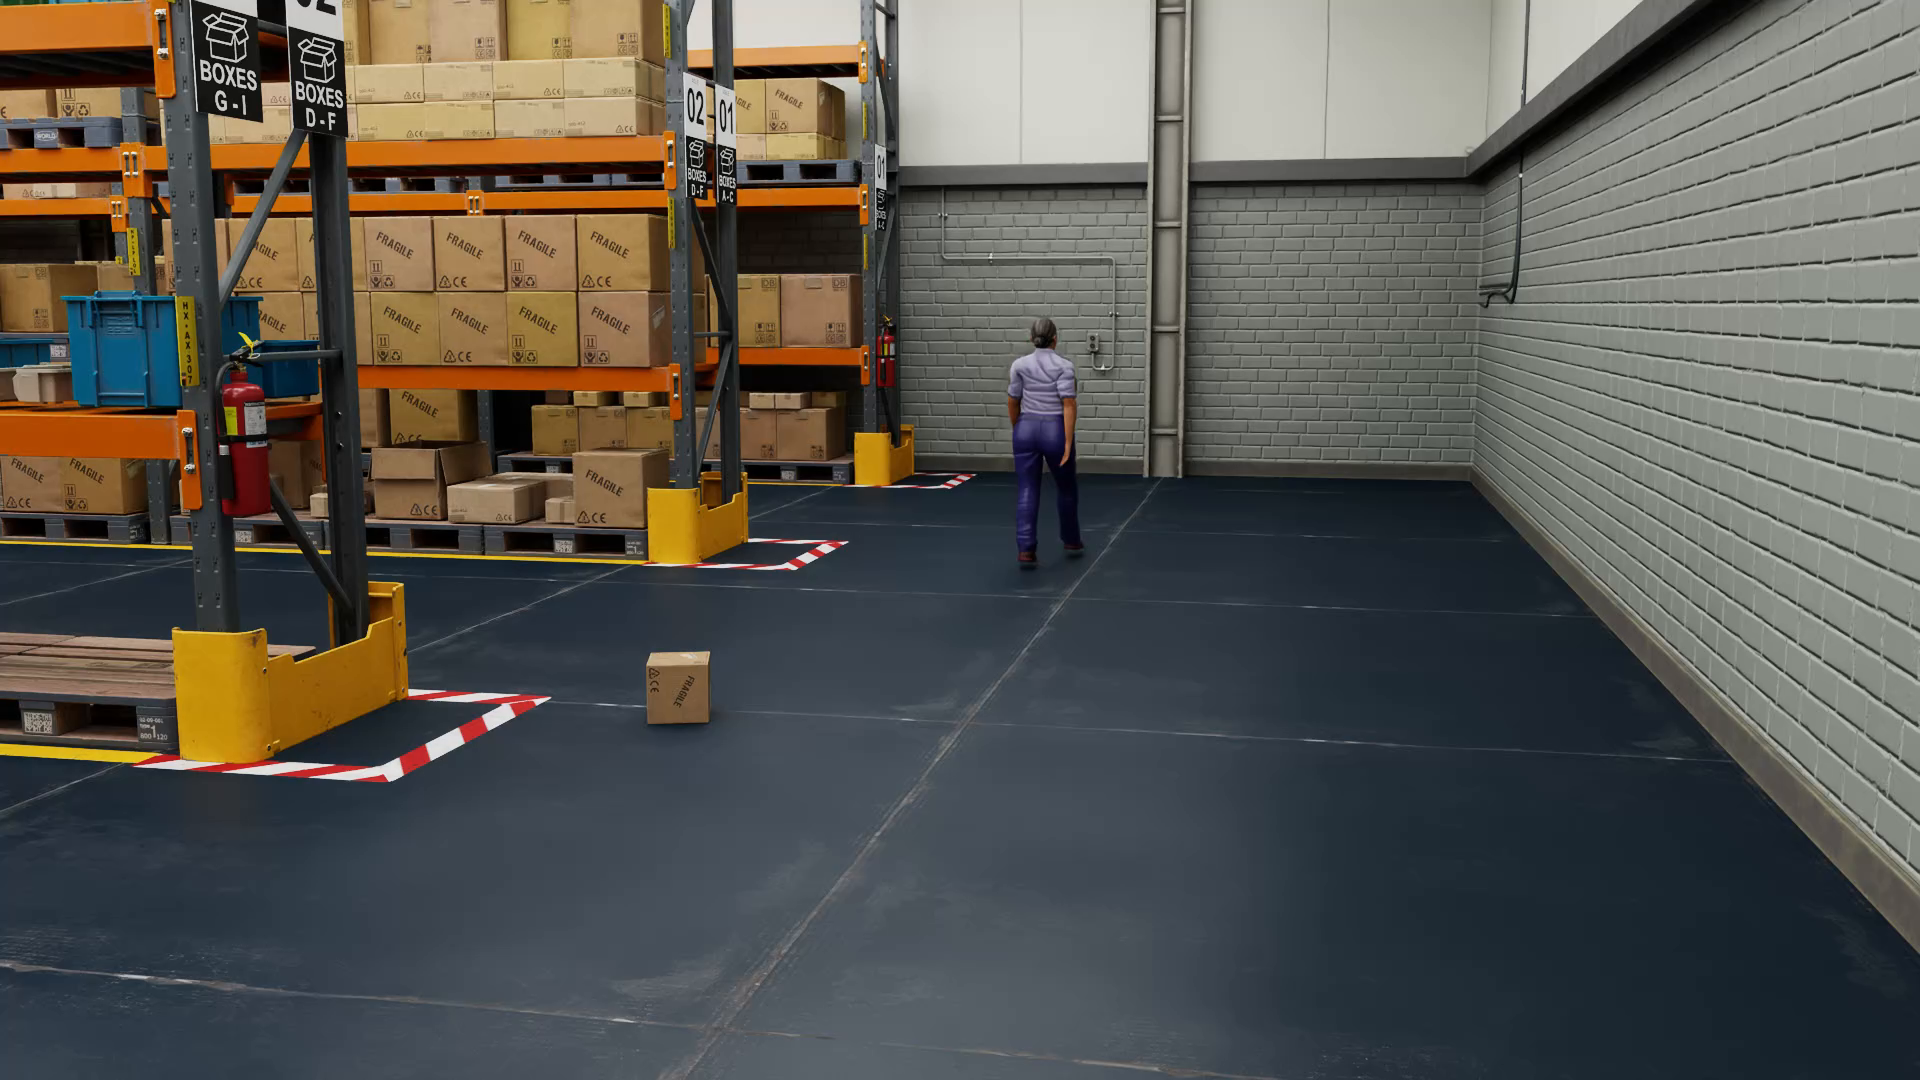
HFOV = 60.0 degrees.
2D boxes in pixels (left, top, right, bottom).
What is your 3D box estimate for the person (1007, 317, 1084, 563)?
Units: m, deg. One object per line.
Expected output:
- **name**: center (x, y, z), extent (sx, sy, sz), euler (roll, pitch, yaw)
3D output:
- **person**: center (0.567, -0.682, 11.111), extent (0.492, 1.599, 0.946), euler (2, 8, 12)
